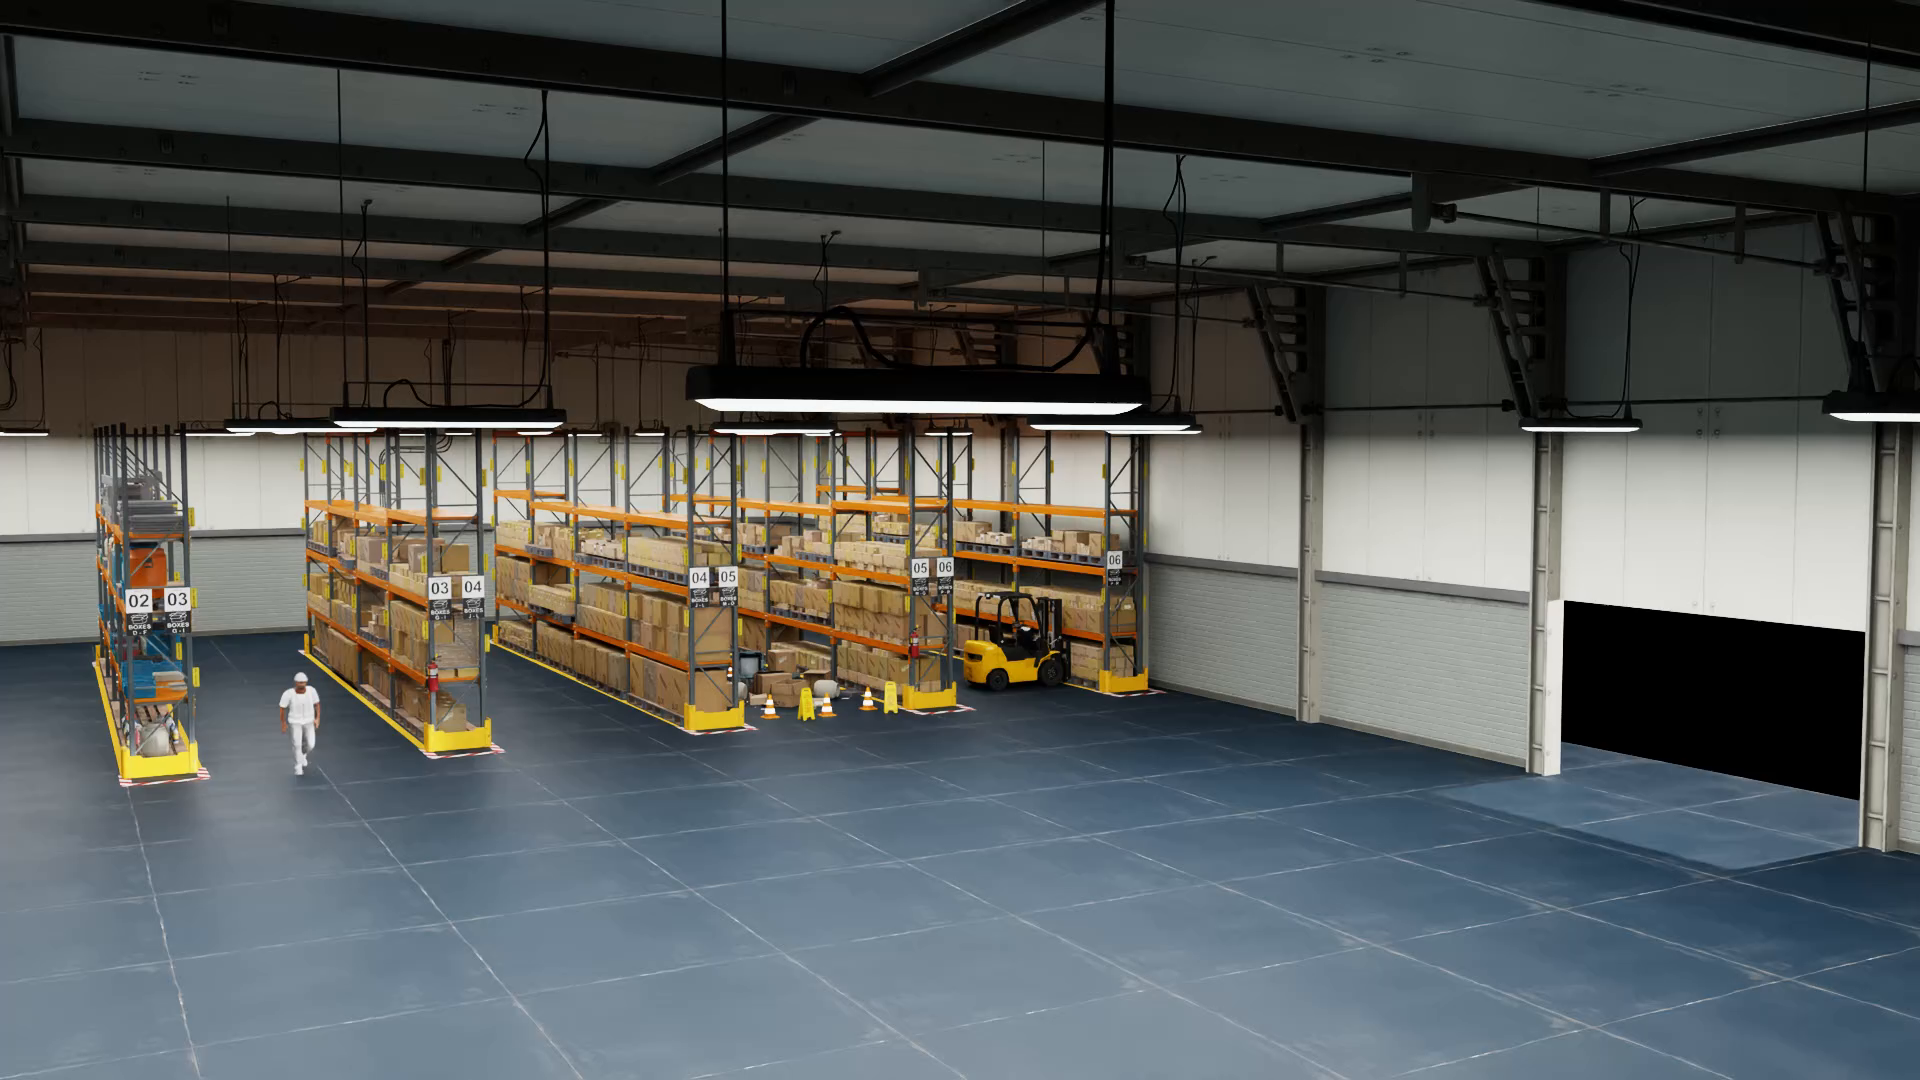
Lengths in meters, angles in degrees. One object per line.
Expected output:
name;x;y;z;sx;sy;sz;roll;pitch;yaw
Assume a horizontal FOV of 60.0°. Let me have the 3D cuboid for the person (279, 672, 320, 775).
person;-11.352;3.127;28.575;0.658;1.745;0.655;-2;4;-35
